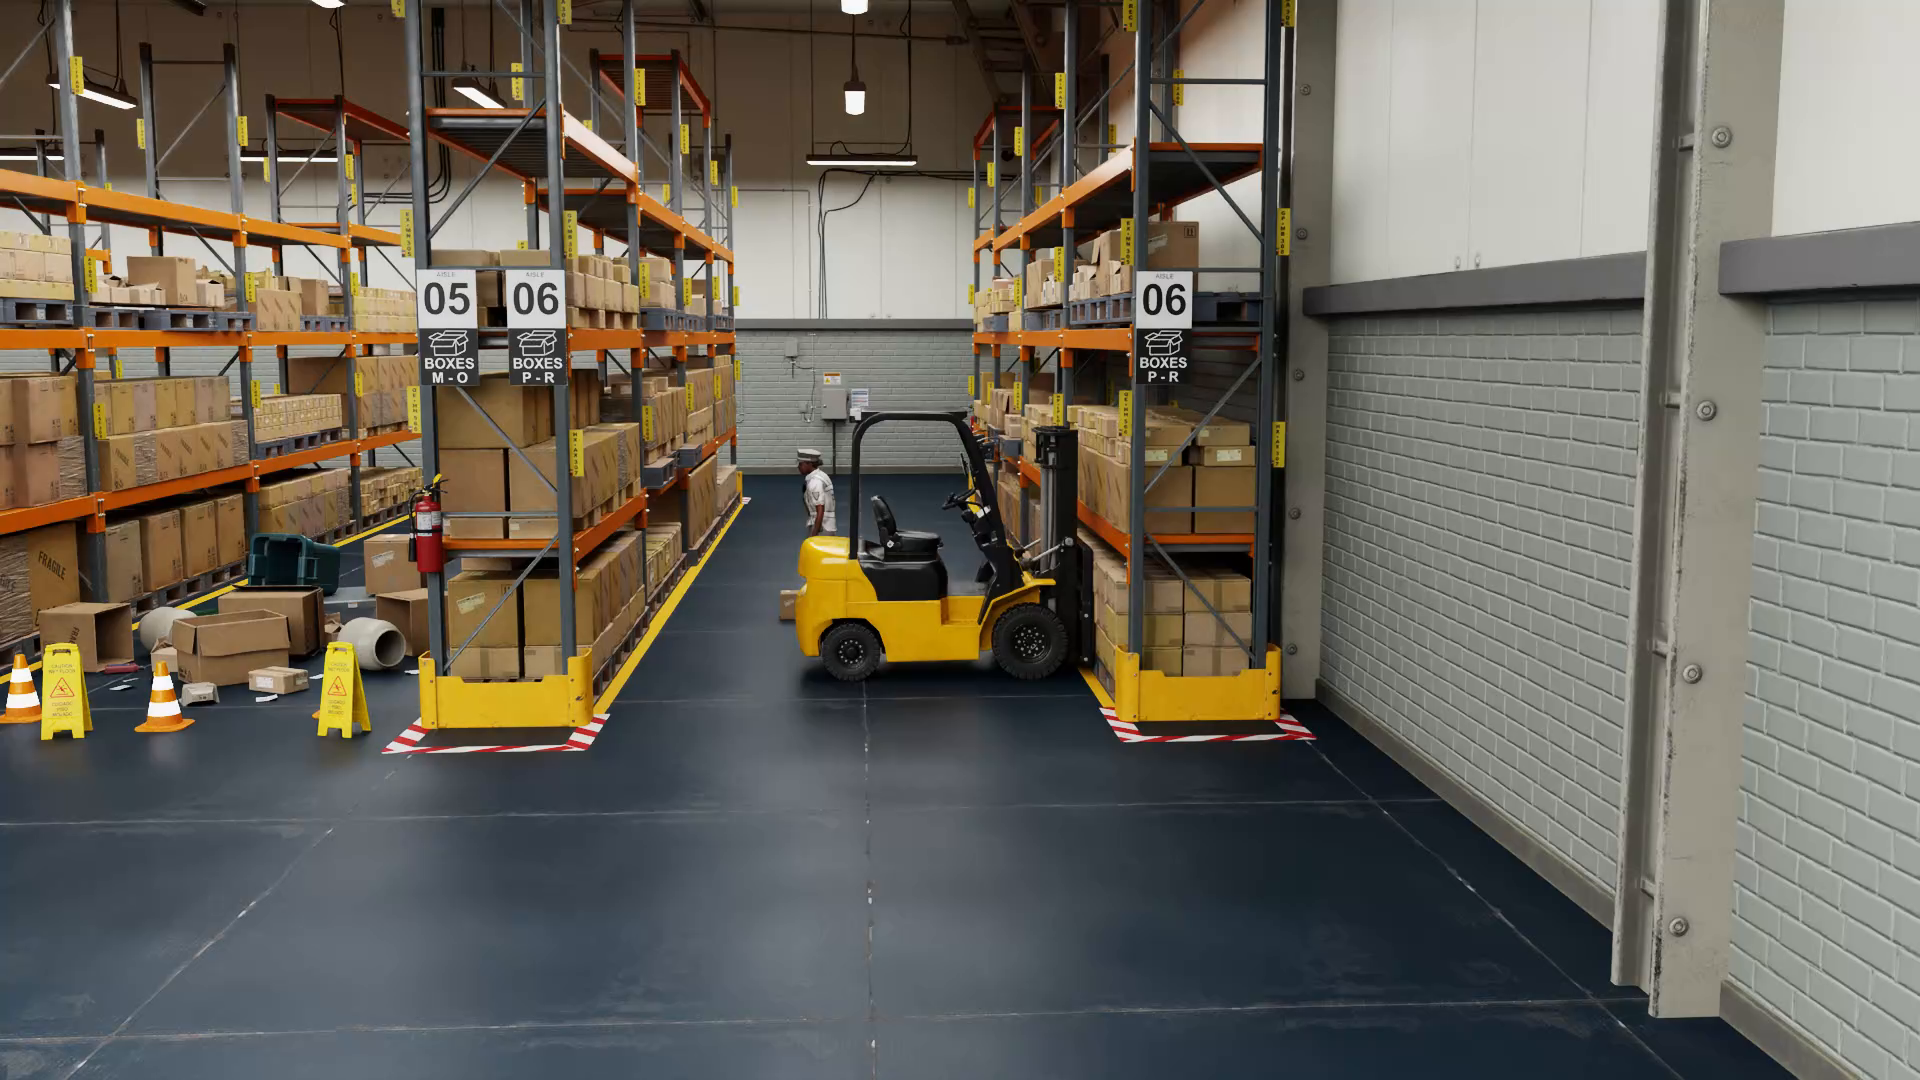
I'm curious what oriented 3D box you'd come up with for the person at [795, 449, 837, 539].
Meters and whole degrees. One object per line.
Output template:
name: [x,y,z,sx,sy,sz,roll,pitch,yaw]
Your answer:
person: [-1.408,-0.066,16.303,0.397,1.657,0.509,0,7,-4]
